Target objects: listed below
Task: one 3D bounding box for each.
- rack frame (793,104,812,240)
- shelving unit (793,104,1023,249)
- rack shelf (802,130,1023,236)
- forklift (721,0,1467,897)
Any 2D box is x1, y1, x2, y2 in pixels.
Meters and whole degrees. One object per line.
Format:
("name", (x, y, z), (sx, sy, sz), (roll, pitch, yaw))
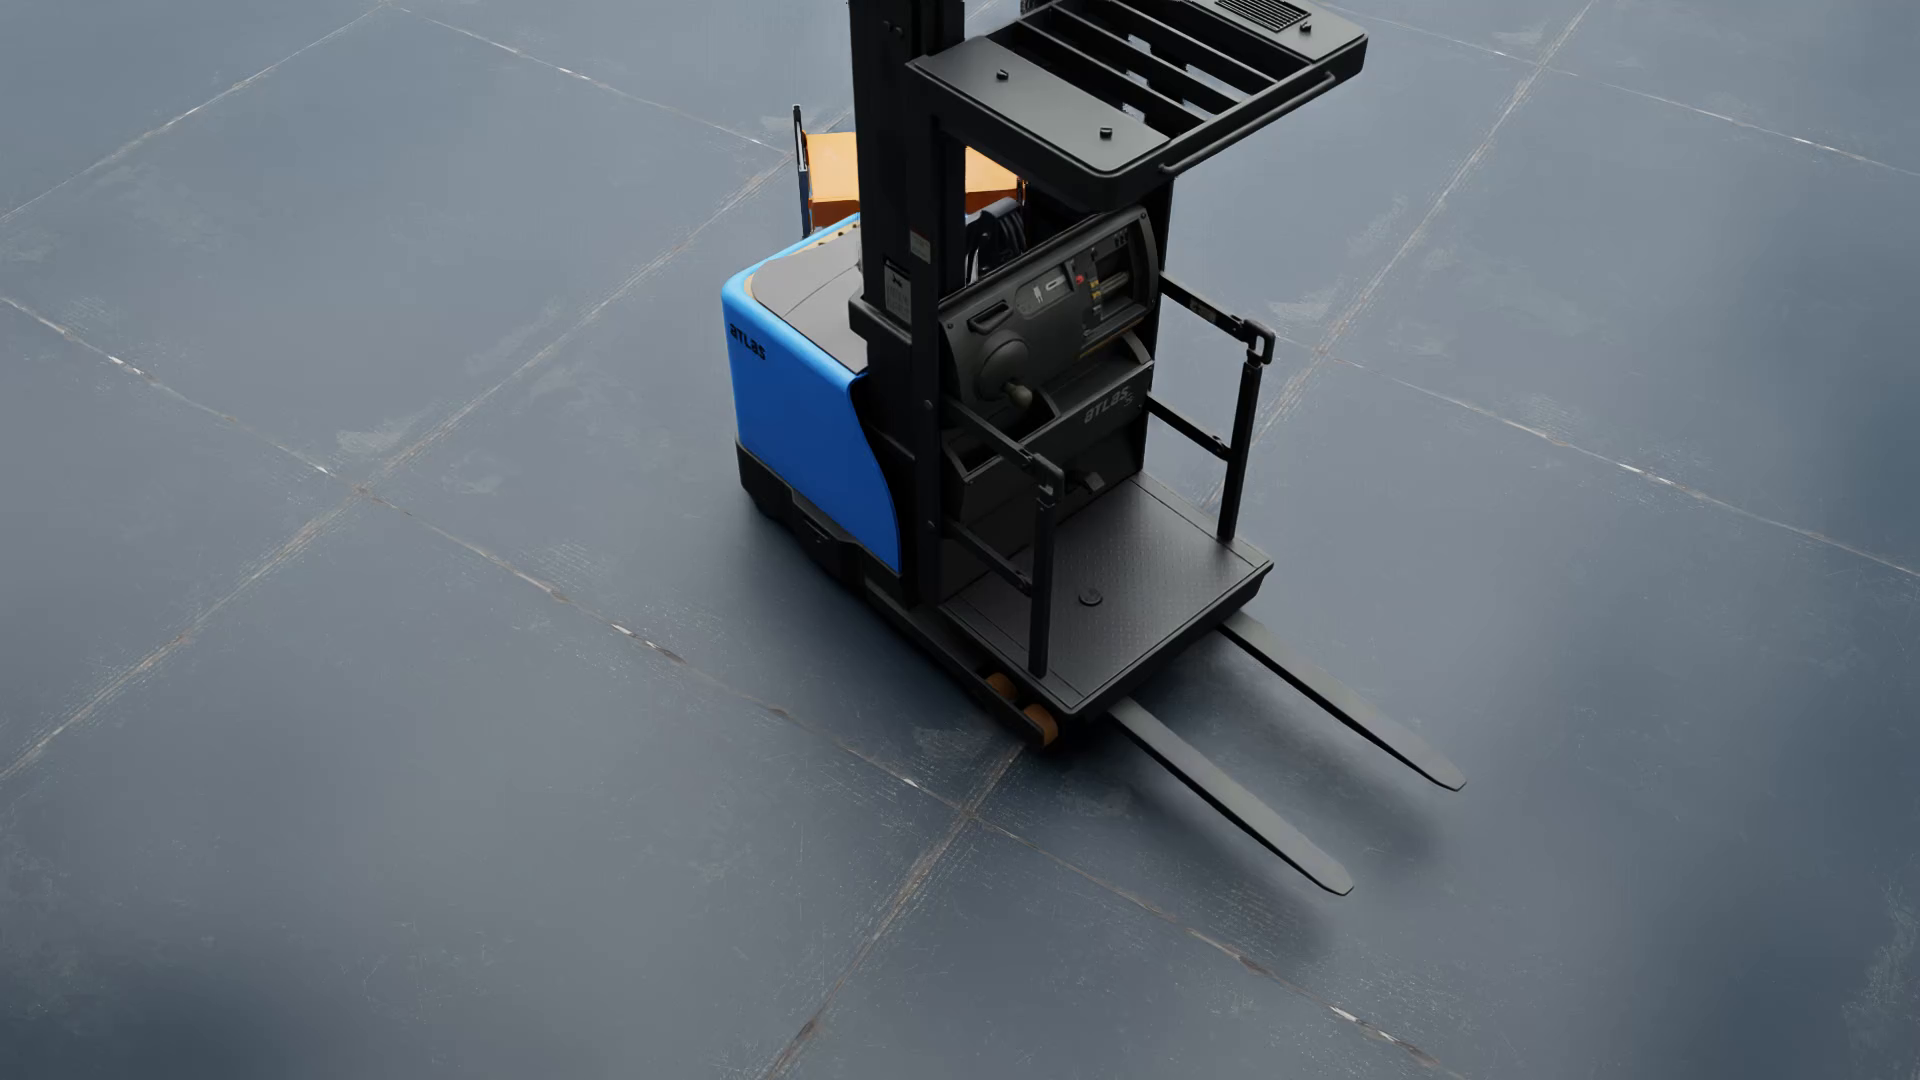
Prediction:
("rack frame", (-0.654, -1.252, 7.182), (0.032, 1.125, 0.500), (-5, 46, -5))
("shelving unit", (-0.149, -1.297, 7.226), (1.048, 1.125, 0.538), (-5, 46, -5))
("rack shelf", (-0.149, -1.501, 7.016), (1.000, 0.278, 0.538), (-5, 46, -5))
("forklift", (0.455, -0.686, 5.373), (1.130, 2.935, 3.031), (-33, 54, -28))
